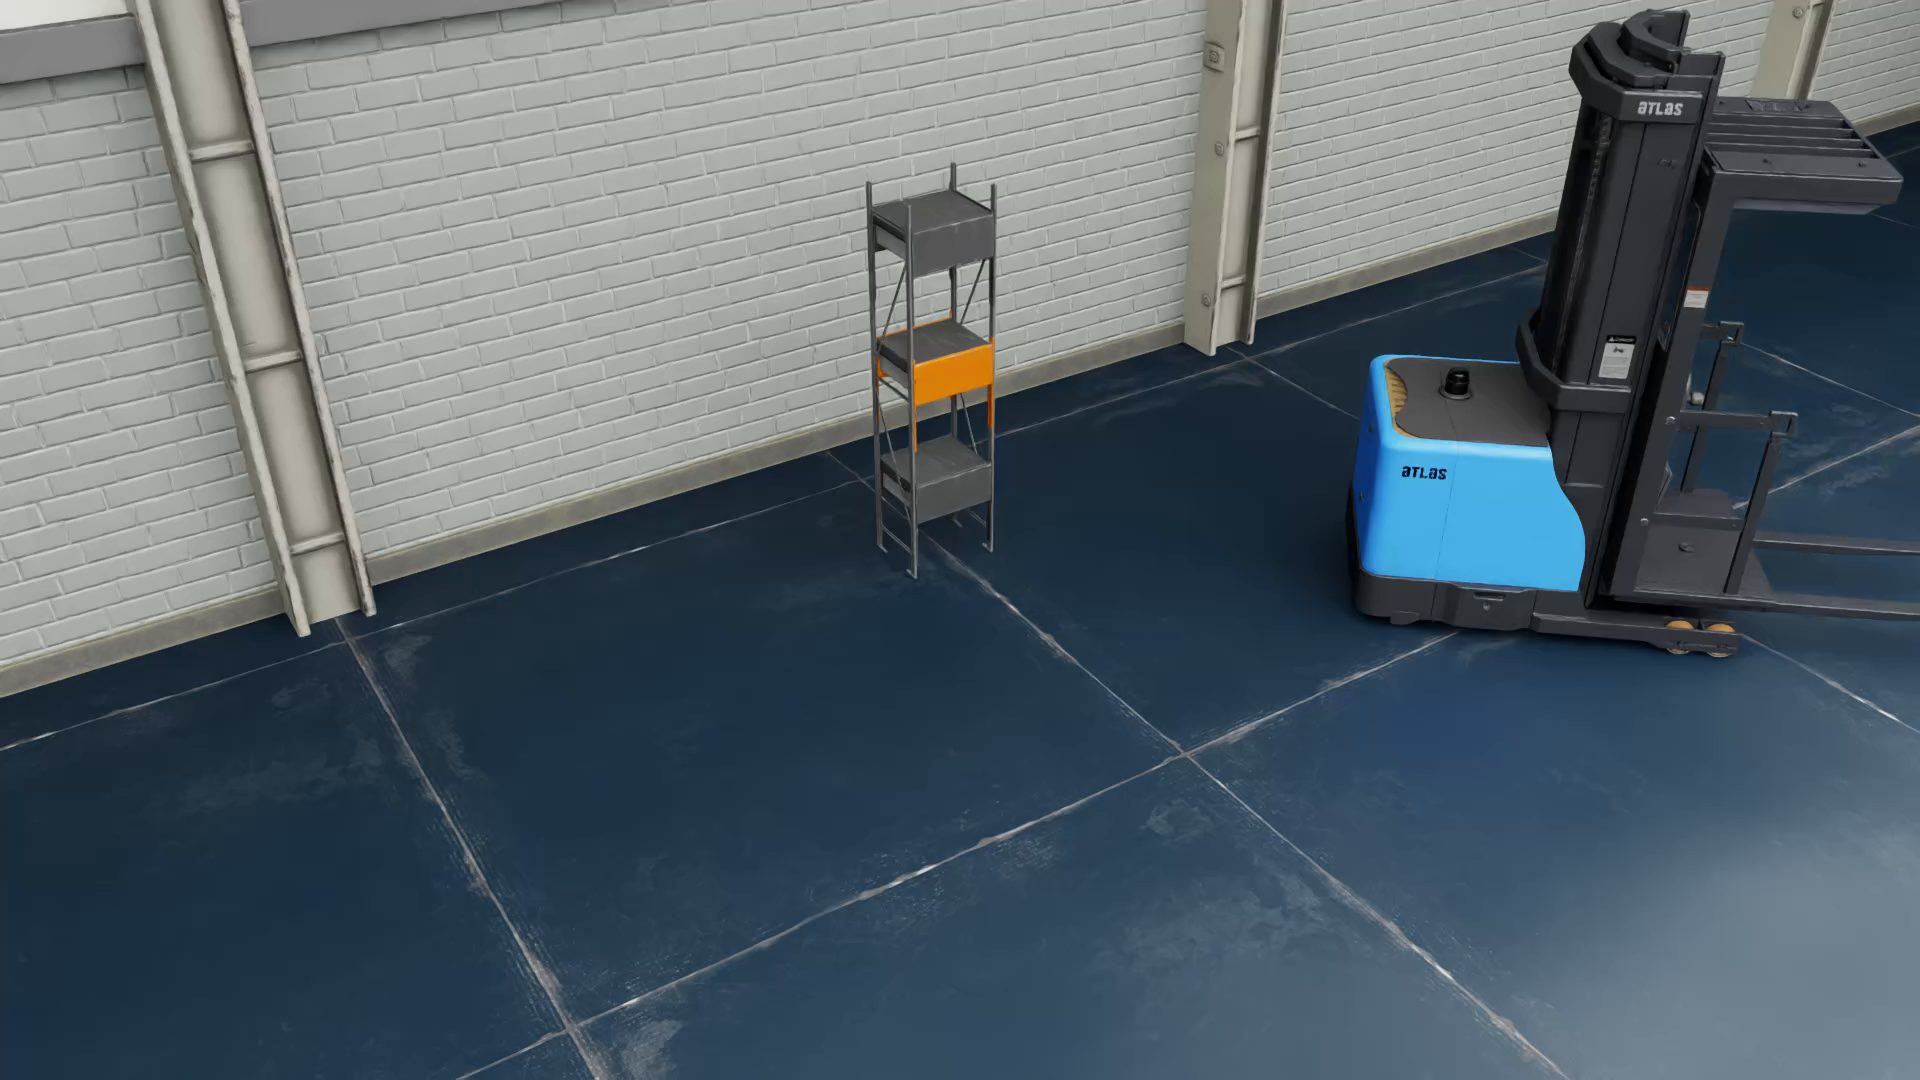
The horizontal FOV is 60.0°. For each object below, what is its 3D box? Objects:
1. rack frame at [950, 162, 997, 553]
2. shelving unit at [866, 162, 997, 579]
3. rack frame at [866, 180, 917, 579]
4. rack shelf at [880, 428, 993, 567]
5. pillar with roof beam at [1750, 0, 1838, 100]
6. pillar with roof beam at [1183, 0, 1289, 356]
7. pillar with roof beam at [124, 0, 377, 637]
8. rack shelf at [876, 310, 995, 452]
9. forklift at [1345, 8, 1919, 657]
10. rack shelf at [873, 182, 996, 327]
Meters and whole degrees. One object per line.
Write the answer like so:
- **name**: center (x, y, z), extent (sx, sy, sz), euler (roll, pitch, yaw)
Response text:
- **rack frame**: center (0.066, -0.911, 8.726), extent (0.015, 2.100, 0.400), euler (-19, 37, -27)
- **shelving unit**: center (-0.139, -0.840, 8.614), extent (0.503, 2.100, 0.431), euler (-19, 37, -27)
- **rack frame**: center (-0.344, -0.770, 8.502), extent (0.015, 2.100, 0.400), euler (-19, 37, -27)
- **rack shelf**: center (-0.139, -0.237, 8.995), extent (0.480, 0.518, 0.431), euler (-19, 37, -27)
- **pillar with roof beam**: center (9.141, -4.974, 8.701), extent (0.400, 9.000, 9.100), euler (-19, 37, -27)
- **pillar with roof beam**: center (4.098, -3.240, 5.951), extent (0.400, 9.000, 9.100), euler (-19, 37, -27)
- **pillar with roof beam**: center (-0.945, -1.505, 3.202), extent (0.400, 9.000, 9.100), euler (-19, 37, -27)
- **rack shelf**: center (-0.139, -0.829, 8.621), extent (0.480, 0.518, 0.431), euler (-19, 37, -27)
- **forklift**: center (3.592, -0.957, 8.020), extent (3.031, 2.935, 1.130), euler (4, 33, 7)
- **rack shelf**: center (-0.139, -1.421, 8.248), extent (0.480, 0.518, 0.431), euler (-19, 37, -27)
